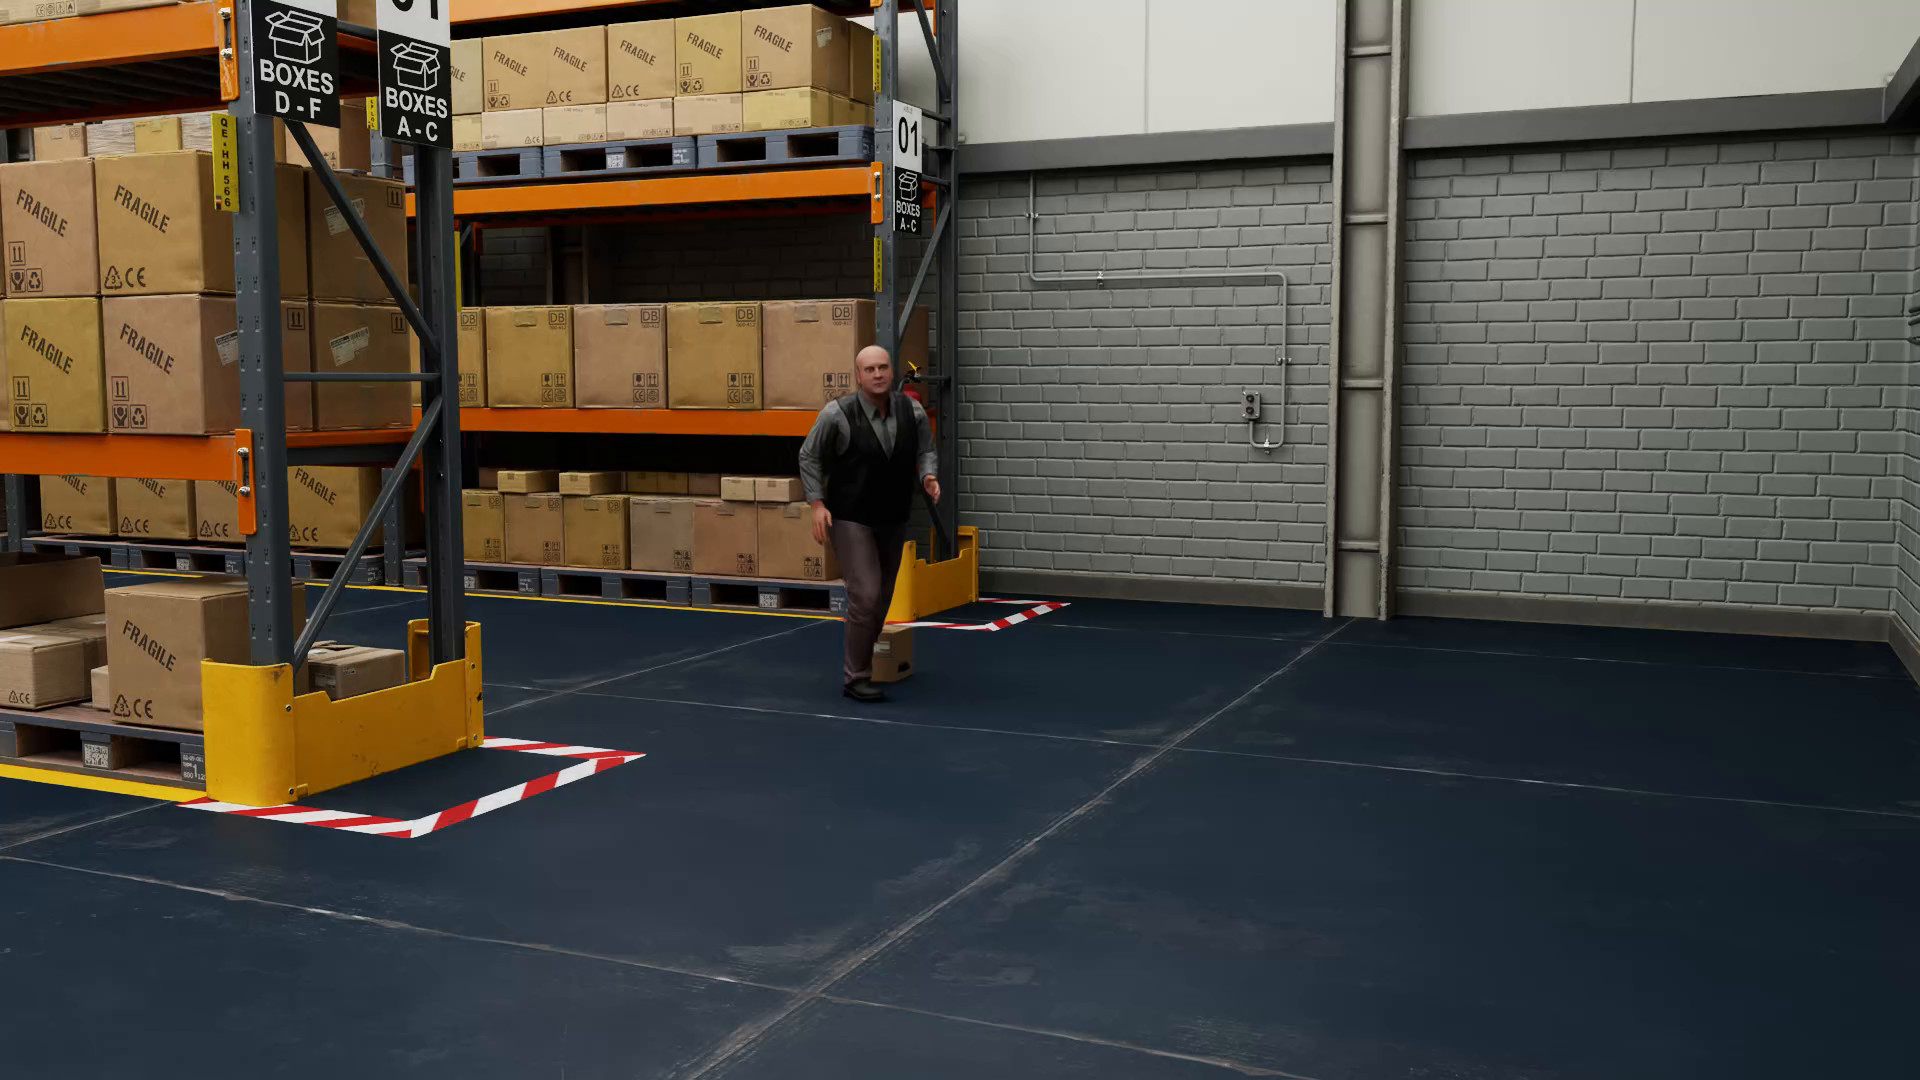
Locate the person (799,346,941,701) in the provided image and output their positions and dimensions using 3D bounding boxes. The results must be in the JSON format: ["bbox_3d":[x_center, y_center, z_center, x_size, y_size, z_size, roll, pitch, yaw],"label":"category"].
[{"bbox_3d":[-0.395,-0.087,7.907,0.701,1.656,0.866,-4,7,-39],"label":"person"}]
